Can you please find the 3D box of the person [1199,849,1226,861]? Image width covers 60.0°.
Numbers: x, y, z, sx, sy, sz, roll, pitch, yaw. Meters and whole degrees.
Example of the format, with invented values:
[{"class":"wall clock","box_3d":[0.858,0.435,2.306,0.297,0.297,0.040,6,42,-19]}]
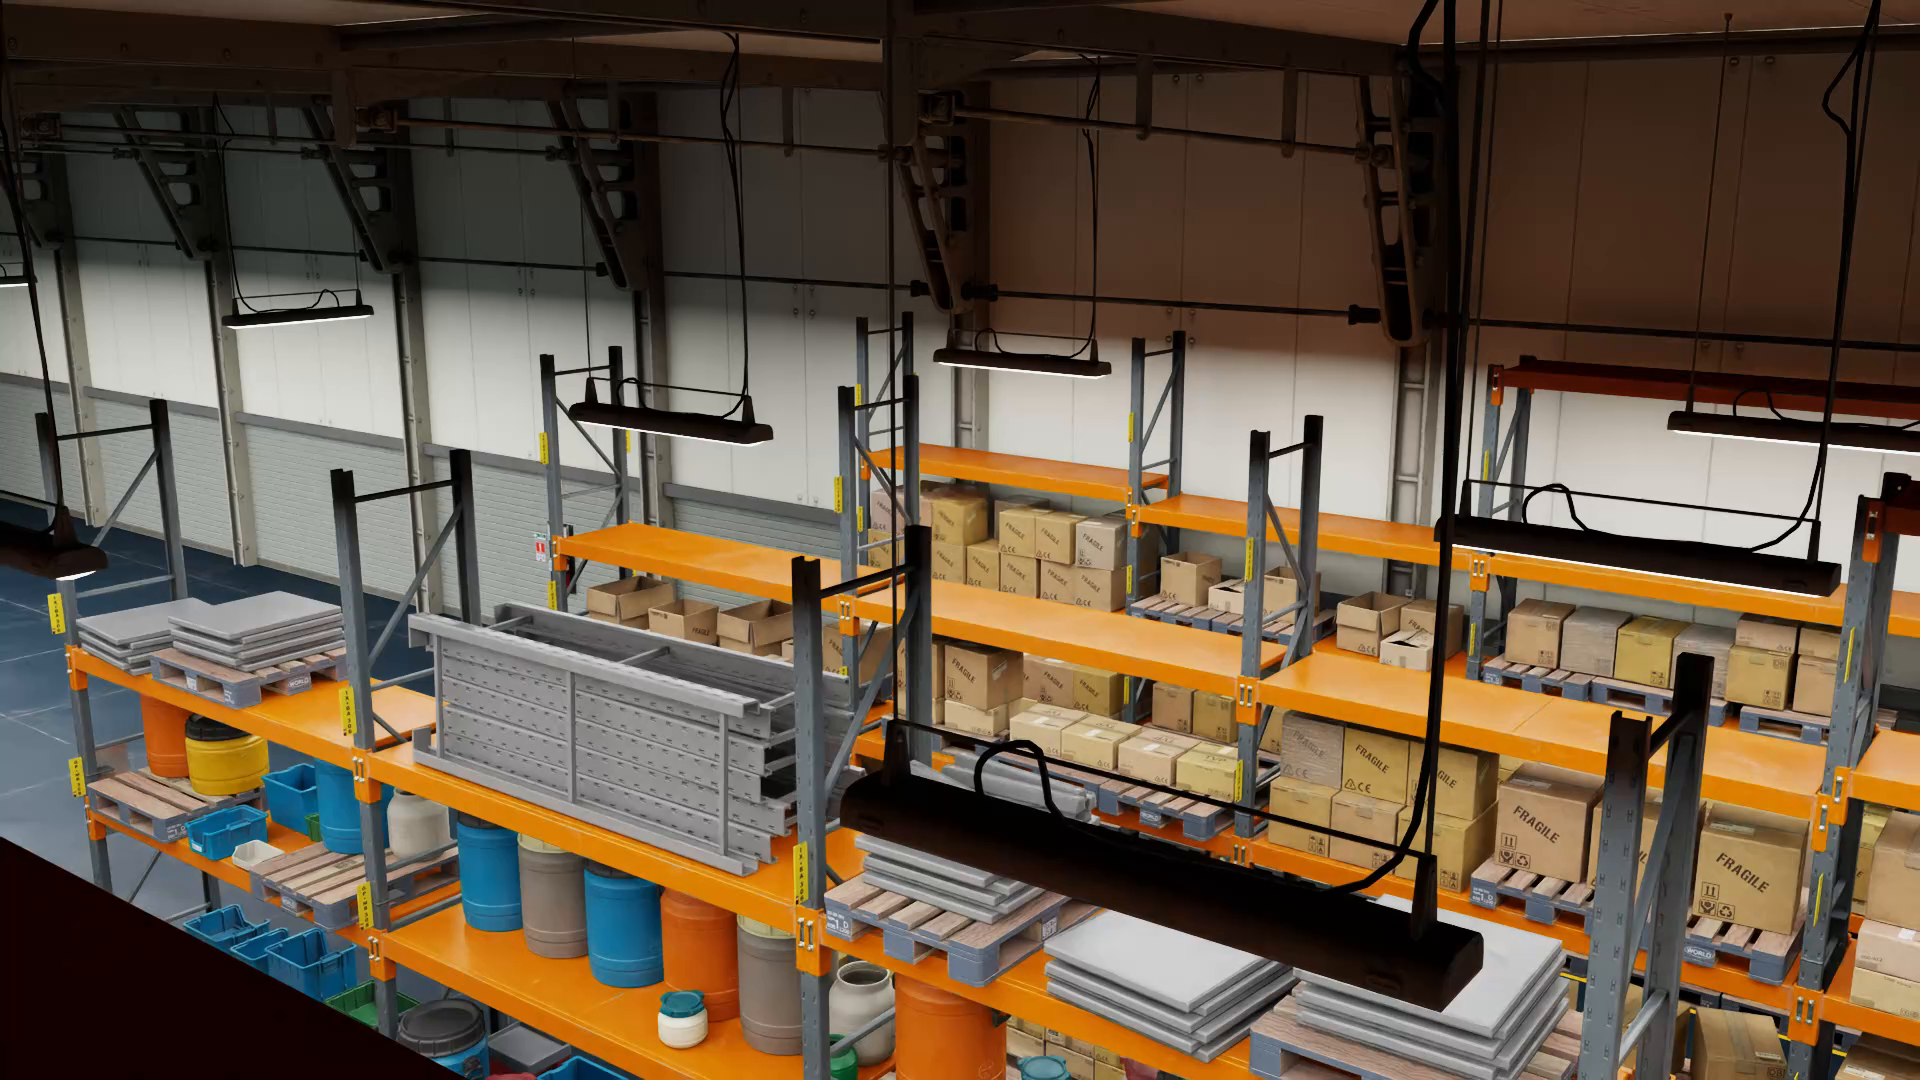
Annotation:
[{"class":"person","box_3d":[2.360,3.605,16.050,0.498,1.669,0.514,8,15,29]}]
